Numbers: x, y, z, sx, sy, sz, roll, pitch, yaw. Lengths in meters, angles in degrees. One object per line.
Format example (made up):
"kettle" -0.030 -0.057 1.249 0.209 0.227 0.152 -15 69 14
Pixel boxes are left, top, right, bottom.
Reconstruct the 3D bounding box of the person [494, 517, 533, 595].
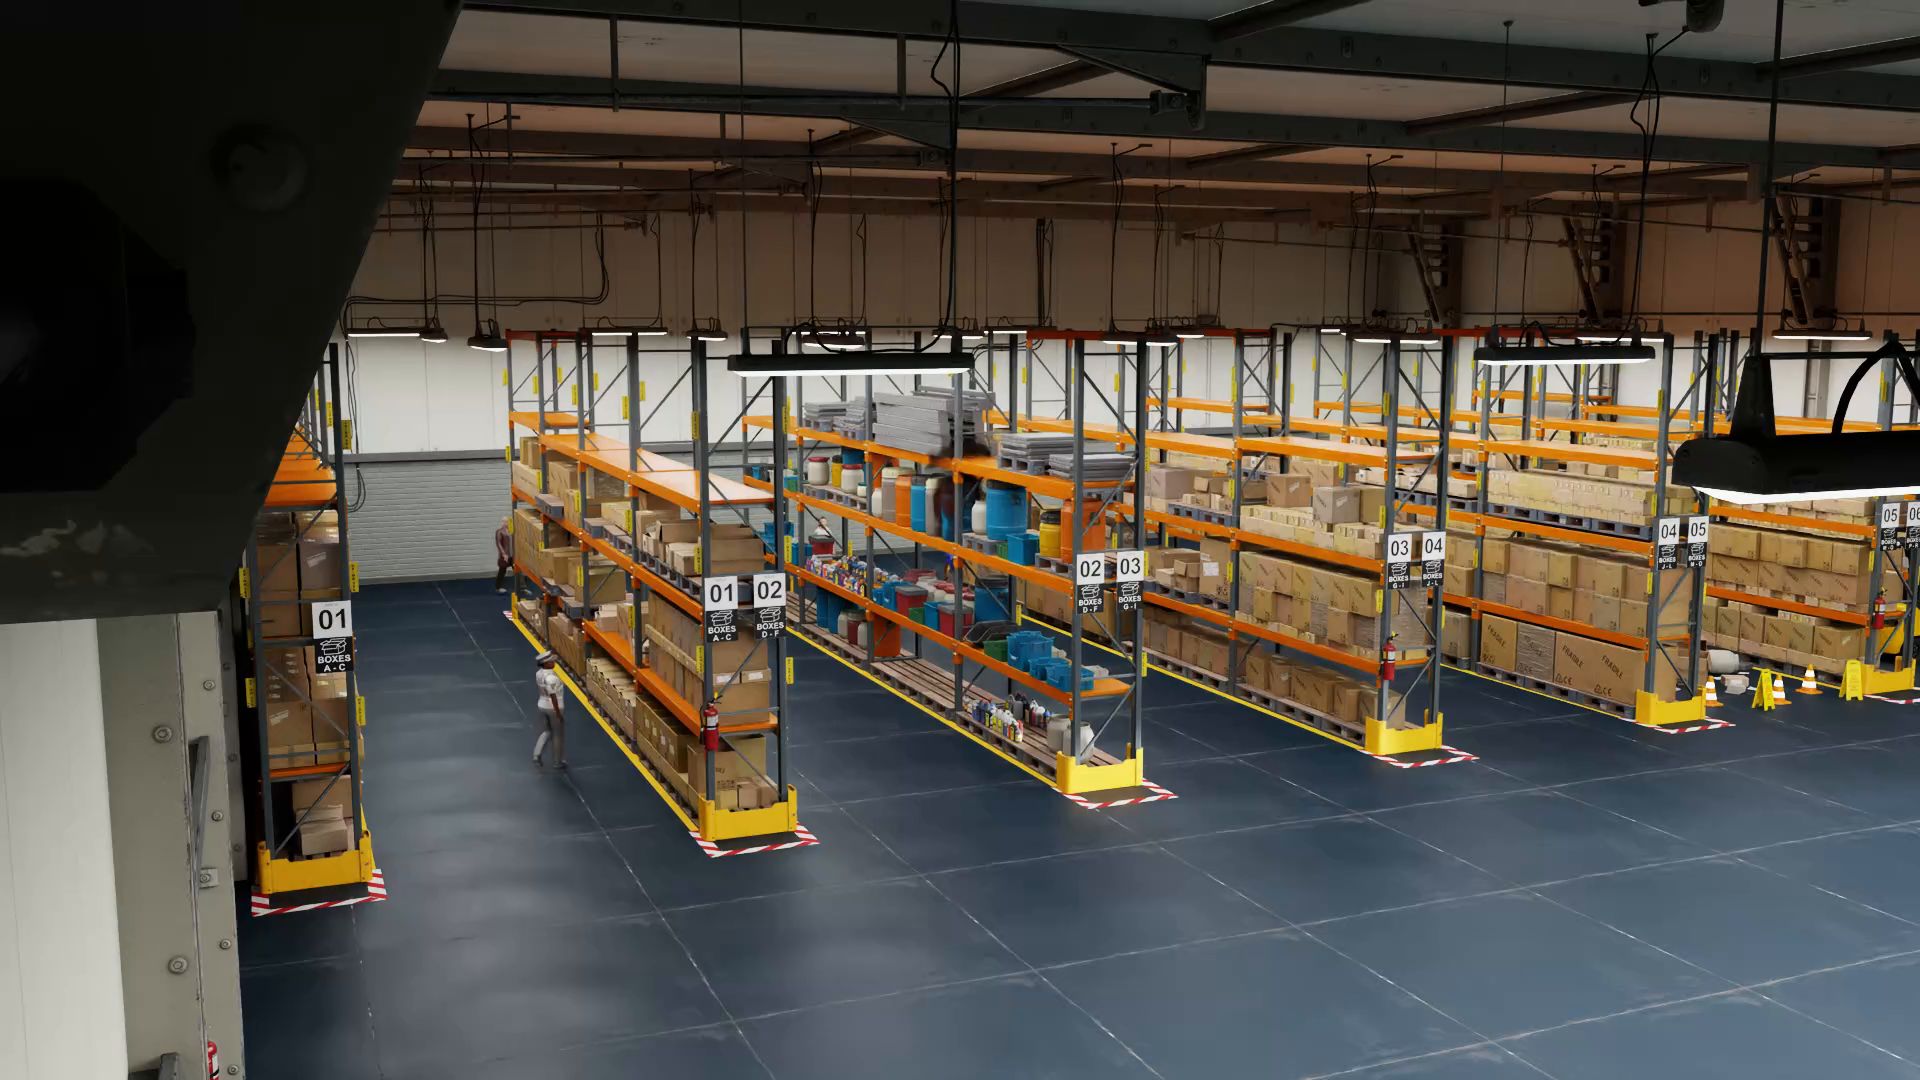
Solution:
"person" -10.135 0.353 37.425 0.954 1.761 0.622 6 10 35

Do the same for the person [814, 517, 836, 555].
"person" -3.149 0.264 38.644 0.449 1.613 1.058 -5 9 -30

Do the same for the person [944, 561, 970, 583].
"person" -0.082 0.752 35.169 0.456 1.604 0.975 -3 8 -23

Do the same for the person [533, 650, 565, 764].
"person" -5.706 2.330 23.127 0.446 1.622 0.503 5 9 32
